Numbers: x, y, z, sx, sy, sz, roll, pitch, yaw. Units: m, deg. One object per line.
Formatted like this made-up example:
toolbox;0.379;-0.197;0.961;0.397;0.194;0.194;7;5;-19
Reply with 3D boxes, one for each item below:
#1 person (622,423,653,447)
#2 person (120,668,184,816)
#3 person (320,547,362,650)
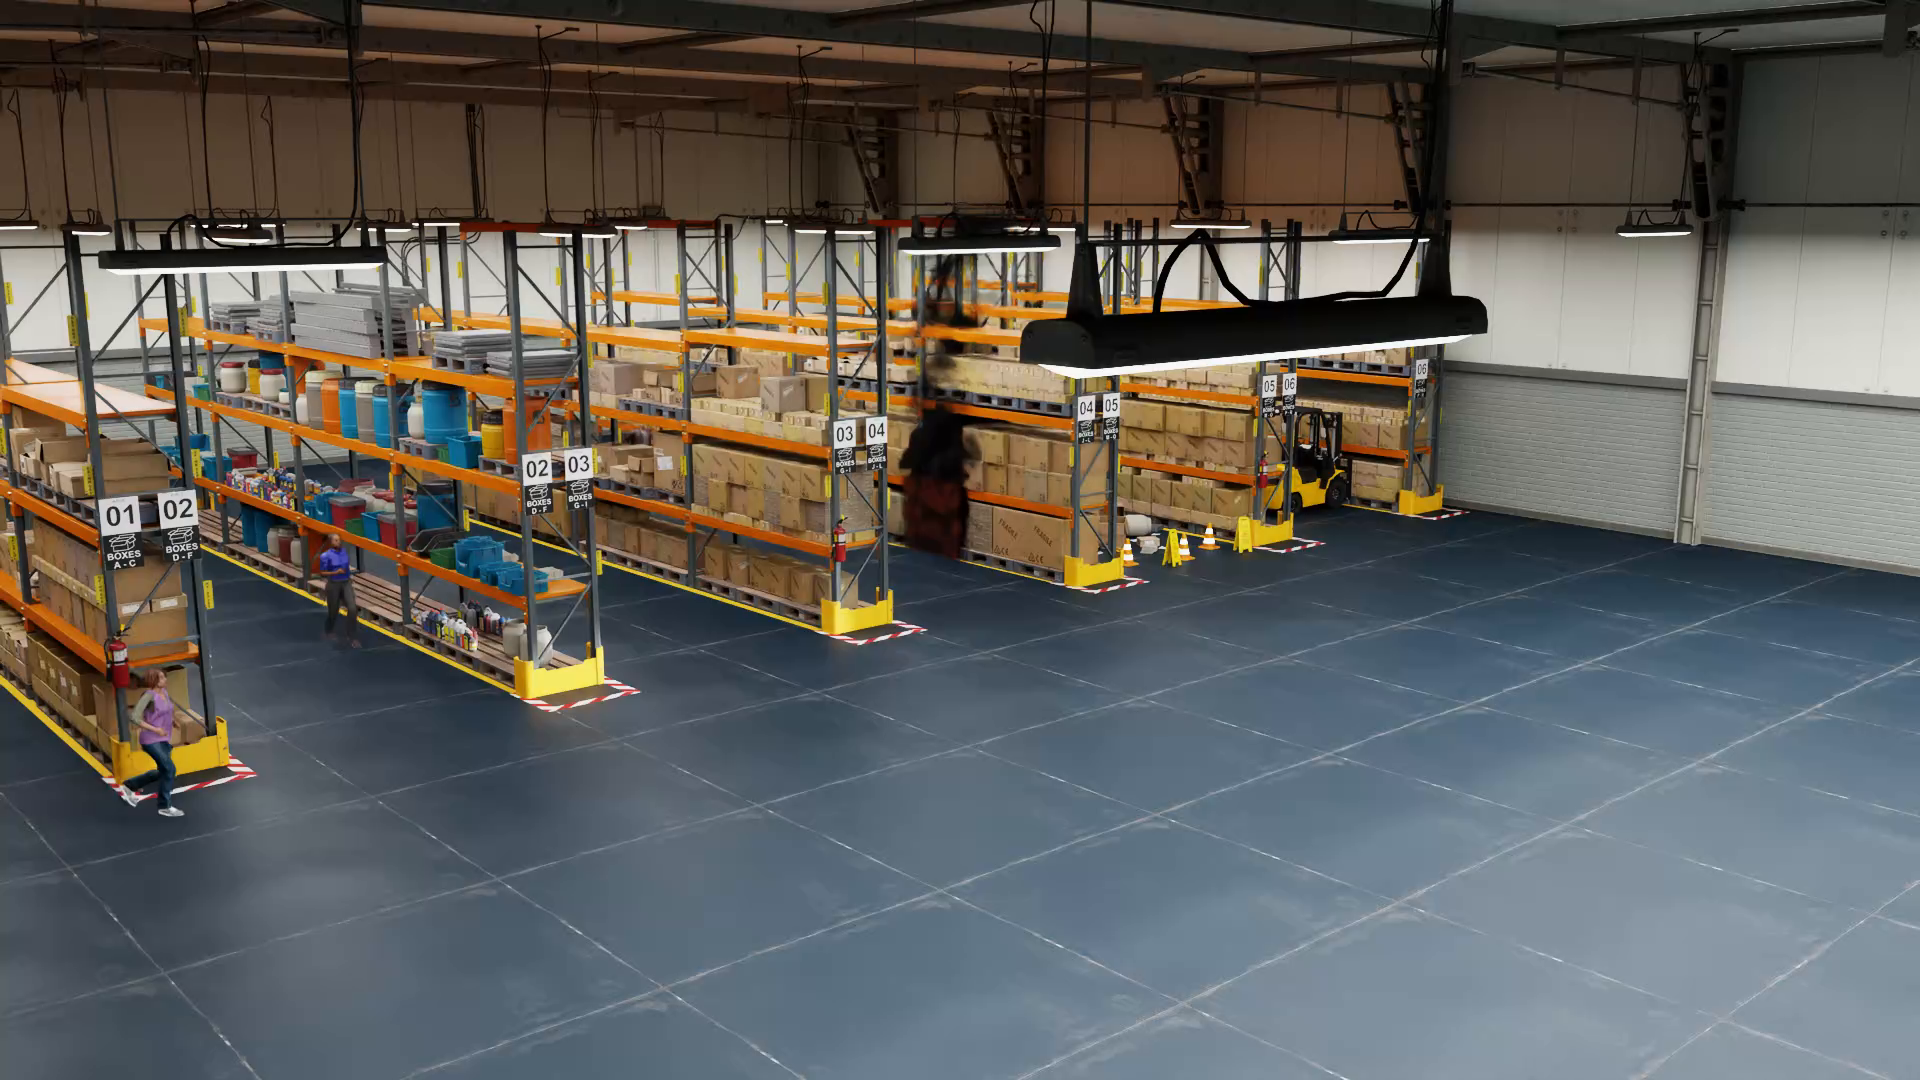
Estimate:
person;-6.859;-1.764;35.990;0.690;1.803;1.006;-11;16;-43
person;-8.522;2.125;17.530;0.666;1.561;0.582;0;11;2
person;-9.007;0.832;24.077;0.743;1.504;0.530;10;15;41
